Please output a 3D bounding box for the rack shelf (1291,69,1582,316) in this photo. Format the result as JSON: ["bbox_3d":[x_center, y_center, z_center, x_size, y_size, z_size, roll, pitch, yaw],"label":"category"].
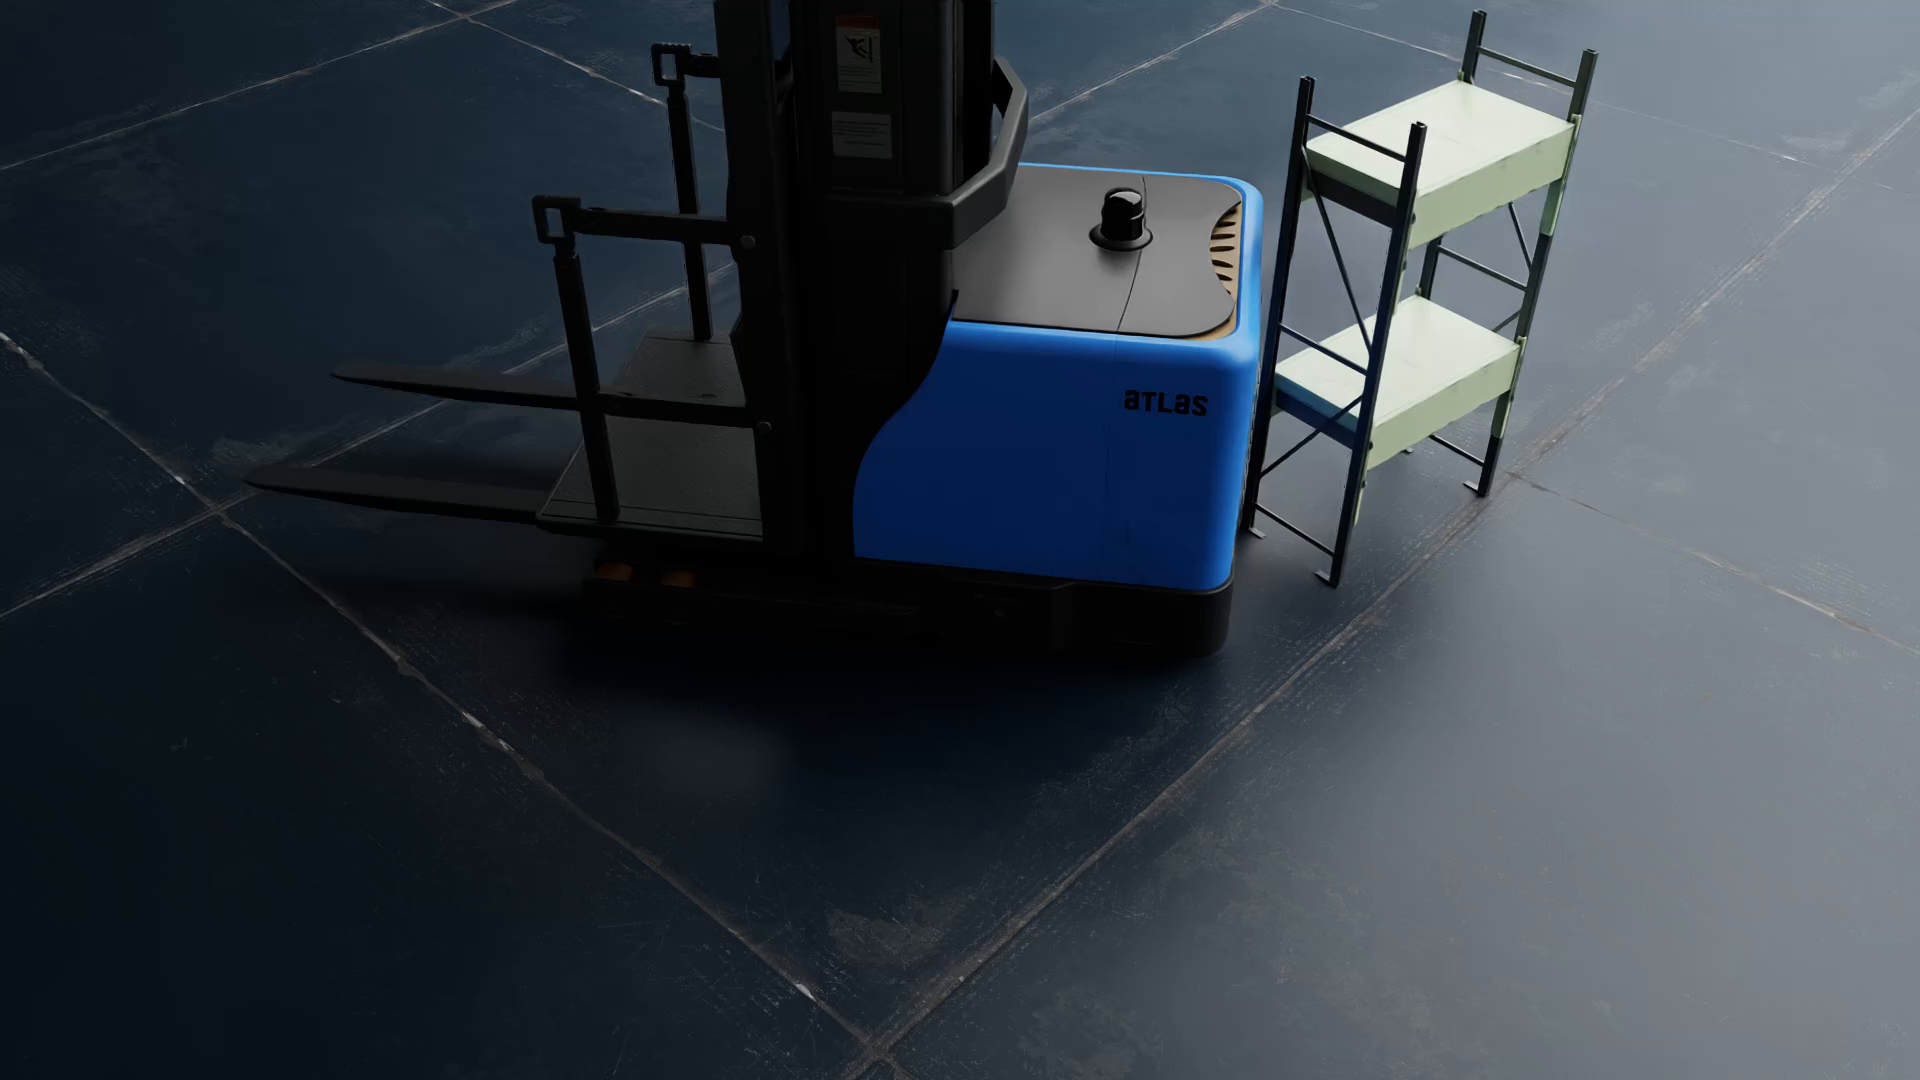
[{"bbox_3d":[1.313,-0.988,4.660,0.720,0.370,0.431,-27,46,-30],"label":"rack shelf"}]

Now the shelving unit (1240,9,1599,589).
[{"bbox_3d":[1.313,-0.682,4.903,0.755,1.500,0.431,-27,46,-30],"label":"shelving unit"}]

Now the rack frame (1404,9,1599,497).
[{"bbox_3d":[1.596,-0.827,5.085,0.023,1.500,0.400,-27,46,-30],"label":"rack frame"}]

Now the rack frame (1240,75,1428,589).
[{"bbox_3d":[1.030,-0.538,4.721,0.023,1.500,0.400,-27,46,-30],"label":"rack frame"}]

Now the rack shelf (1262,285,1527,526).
[{"bbox_3d":[1.313,-0.427,5.106,0.720,0.370,0.431,-27,46,-30],"label":"rack shelf"}]

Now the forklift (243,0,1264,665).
[{"bbox_3d":[-0.666,-1.214,4.422,3.031,2.935,1.130,6,39,7],"label":"forklift"}]
